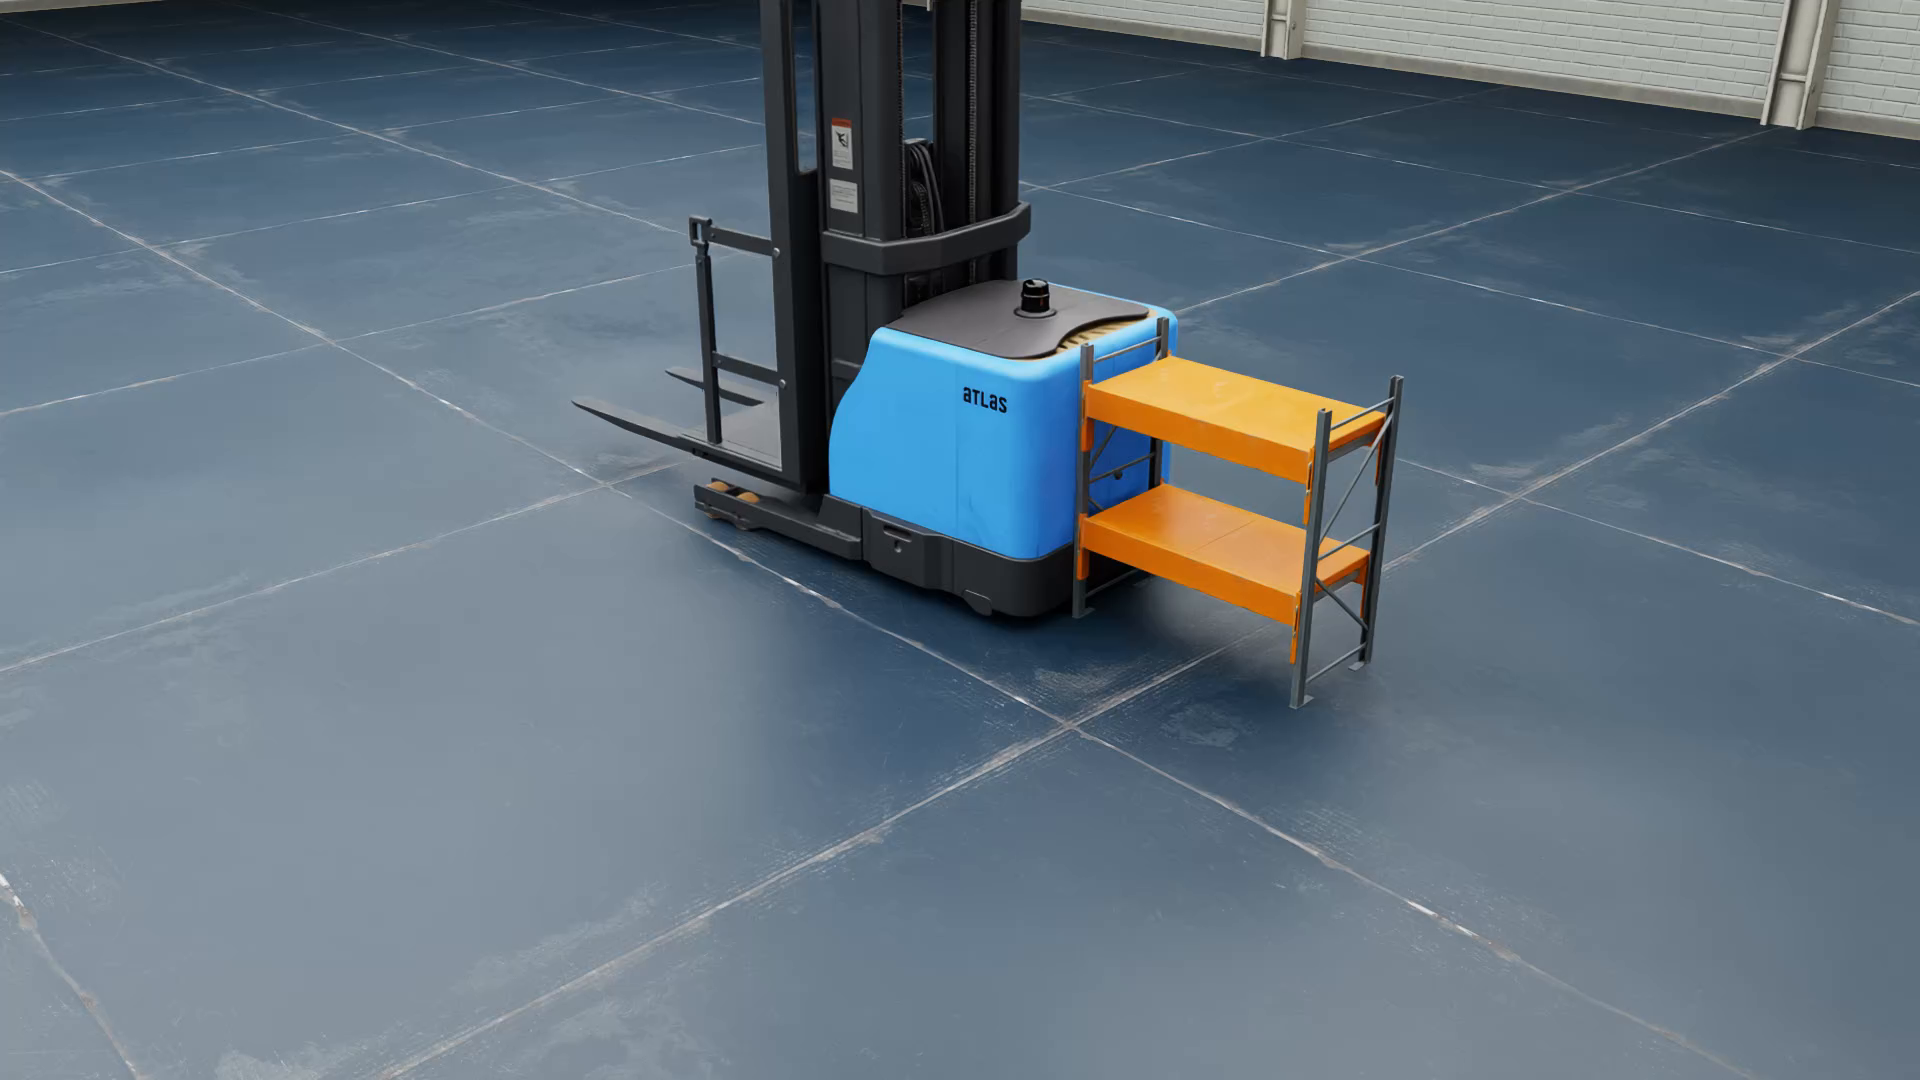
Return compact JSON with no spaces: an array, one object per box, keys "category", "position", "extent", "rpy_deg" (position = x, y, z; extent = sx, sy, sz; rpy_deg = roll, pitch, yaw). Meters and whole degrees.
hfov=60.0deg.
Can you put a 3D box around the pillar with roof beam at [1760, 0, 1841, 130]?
[{"category":"pillar with roof beam","position":[4.823,-6.869,11.466],"extent":[9.100,9.000,0.400],"rpy_deg":[-21,32,-38]}]

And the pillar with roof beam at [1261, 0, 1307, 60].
[{"category":"pillar with roof beam","position":[0.722,-8.687,15.450],"extent":[9.100,9.000,0.400],"rpy_deg":[-21,32,-38]}]

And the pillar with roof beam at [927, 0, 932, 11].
[{"category":"pillar with roof beam","position":[-3.379,-10.505,19.435],"extent":[9.100,9.000,0.400],"rpy_deg":[-21,32,-38]}]

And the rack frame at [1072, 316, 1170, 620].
[{"category":"rack frame","position":[0.627,-0.277,6.501],"extent":[0.032,1.125,0.500],"rpy_deg":[22,32,39]}]

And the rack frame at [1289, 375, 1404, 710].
[{"category":"rack frame","position":[1.361,0.015,5.861],"extent":[0.032,1.125,0.500],"rpy_deg":[22,32,39]}]

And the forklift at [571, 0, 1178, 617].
[{"category":"forklift","position":[-0.558,-1.524,7.059],"extent":[3.031,2.935,1.130],"rpy_deg":[19,31,36]}]

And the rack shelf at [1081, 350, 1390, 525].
[{"category":"rack shelf","position":[0.994,-0.397,6.059],"extent":[1.000,0.278,0.538],"rpy_deg":[22,32,39]}]

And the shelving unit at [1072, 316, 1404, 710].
[{"category":"shelving unit","position":[0.994,-0.131,6.181],"extent":[1.048,1.125,0.538],"rpy_deg":[22,32,39]}]

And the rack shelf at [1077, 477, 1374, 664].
[{"category":"rack shelf","position":[0.994,0.092,6.282],"extent":[1.000,0.278,0.538],"rpy_deg":[22,32,39]}]
